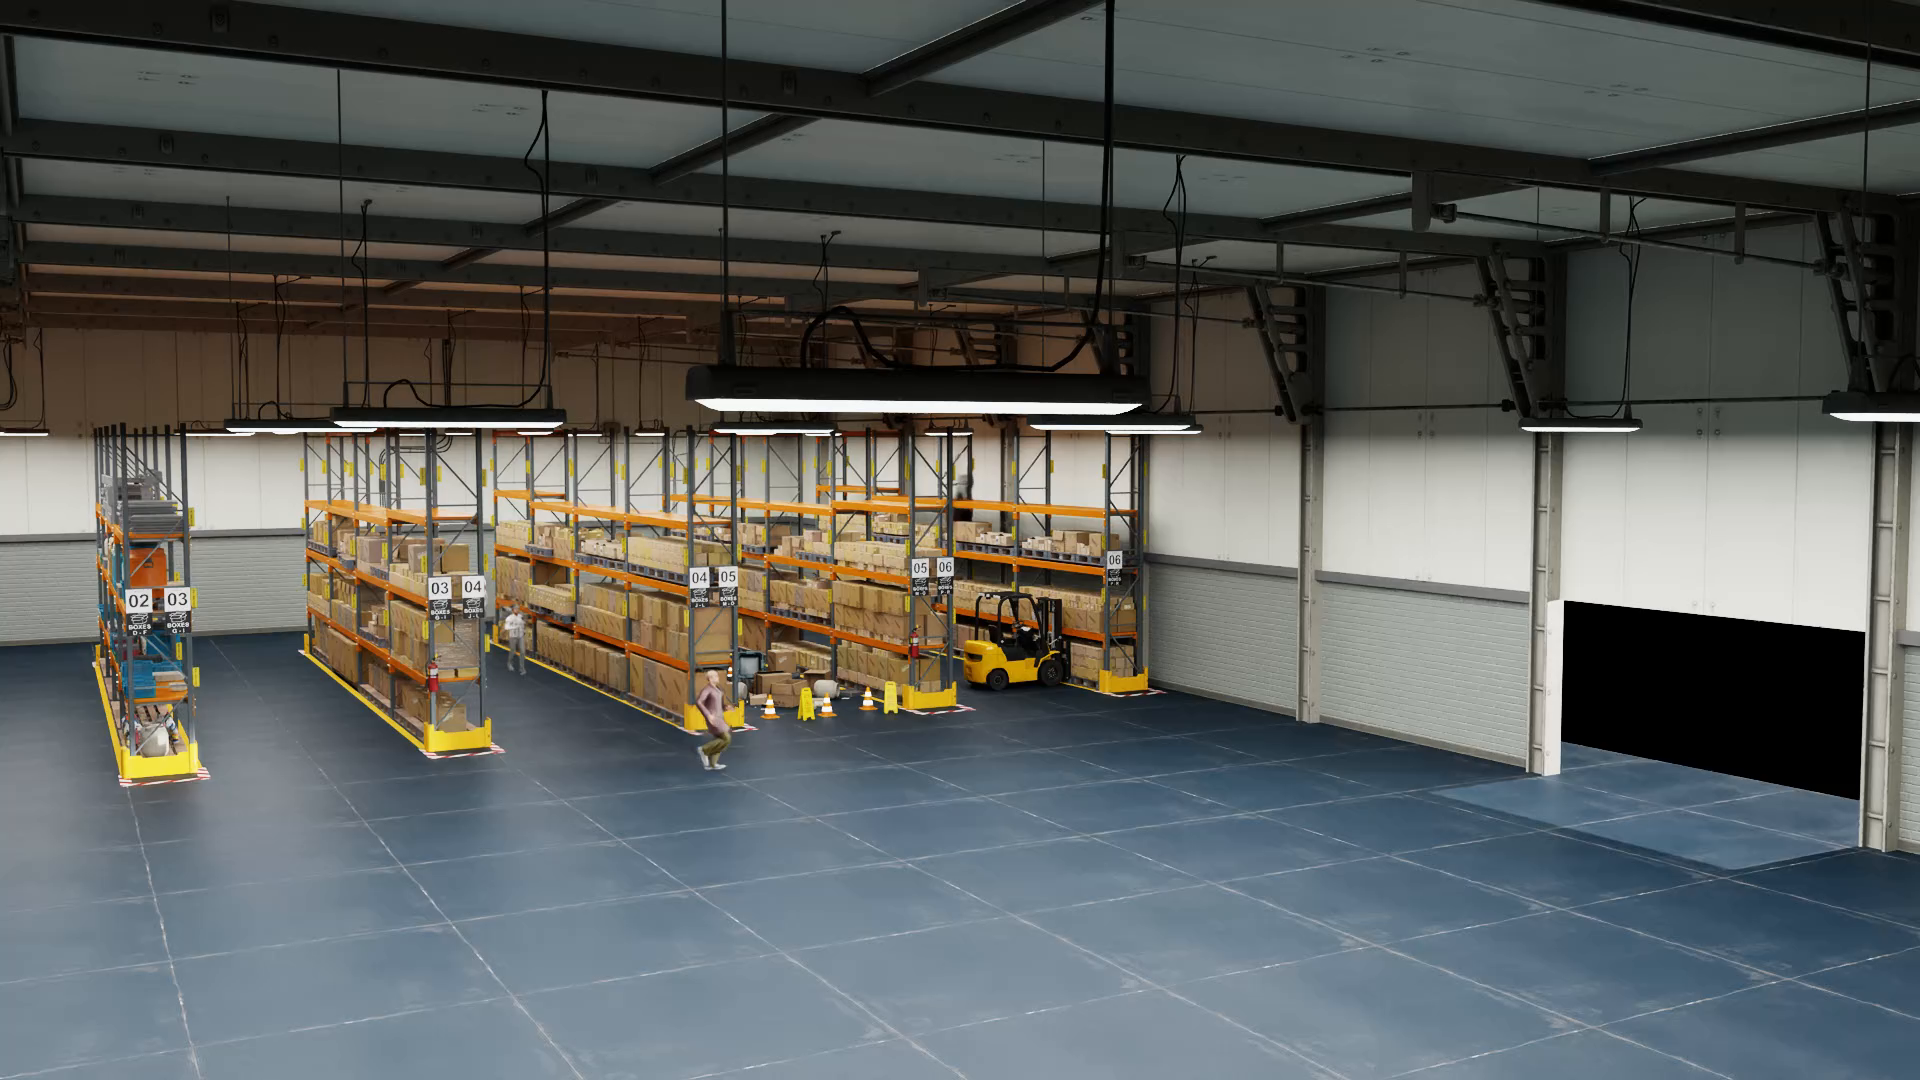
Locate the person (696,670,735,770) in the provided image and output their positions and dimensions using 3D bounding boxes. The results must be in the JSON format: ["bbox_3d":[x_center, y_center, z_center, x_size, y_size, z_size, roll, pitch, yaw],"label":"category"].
[{"bbox_3d":[-4.205,3.120,28.748,0.624,1.737,0.713,0,3,6],"label":"person"}]

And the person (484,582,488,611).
[{"bbox_3d":[-13.818,1.991,47.591,0.680,1.699,0.540,2,4,32],"label":"person"}]

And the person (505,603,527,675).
[{"bbox_3d":[-10.821,2.405,40.571,0.606,1.721,0.809,-3,4,-36],"label":"person"}]

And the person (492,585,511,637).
[{"bbox_3d":[-13.340,2.028,48.298,0.588,1.634,0.864,-1,4,-16],"label":"person"}]
